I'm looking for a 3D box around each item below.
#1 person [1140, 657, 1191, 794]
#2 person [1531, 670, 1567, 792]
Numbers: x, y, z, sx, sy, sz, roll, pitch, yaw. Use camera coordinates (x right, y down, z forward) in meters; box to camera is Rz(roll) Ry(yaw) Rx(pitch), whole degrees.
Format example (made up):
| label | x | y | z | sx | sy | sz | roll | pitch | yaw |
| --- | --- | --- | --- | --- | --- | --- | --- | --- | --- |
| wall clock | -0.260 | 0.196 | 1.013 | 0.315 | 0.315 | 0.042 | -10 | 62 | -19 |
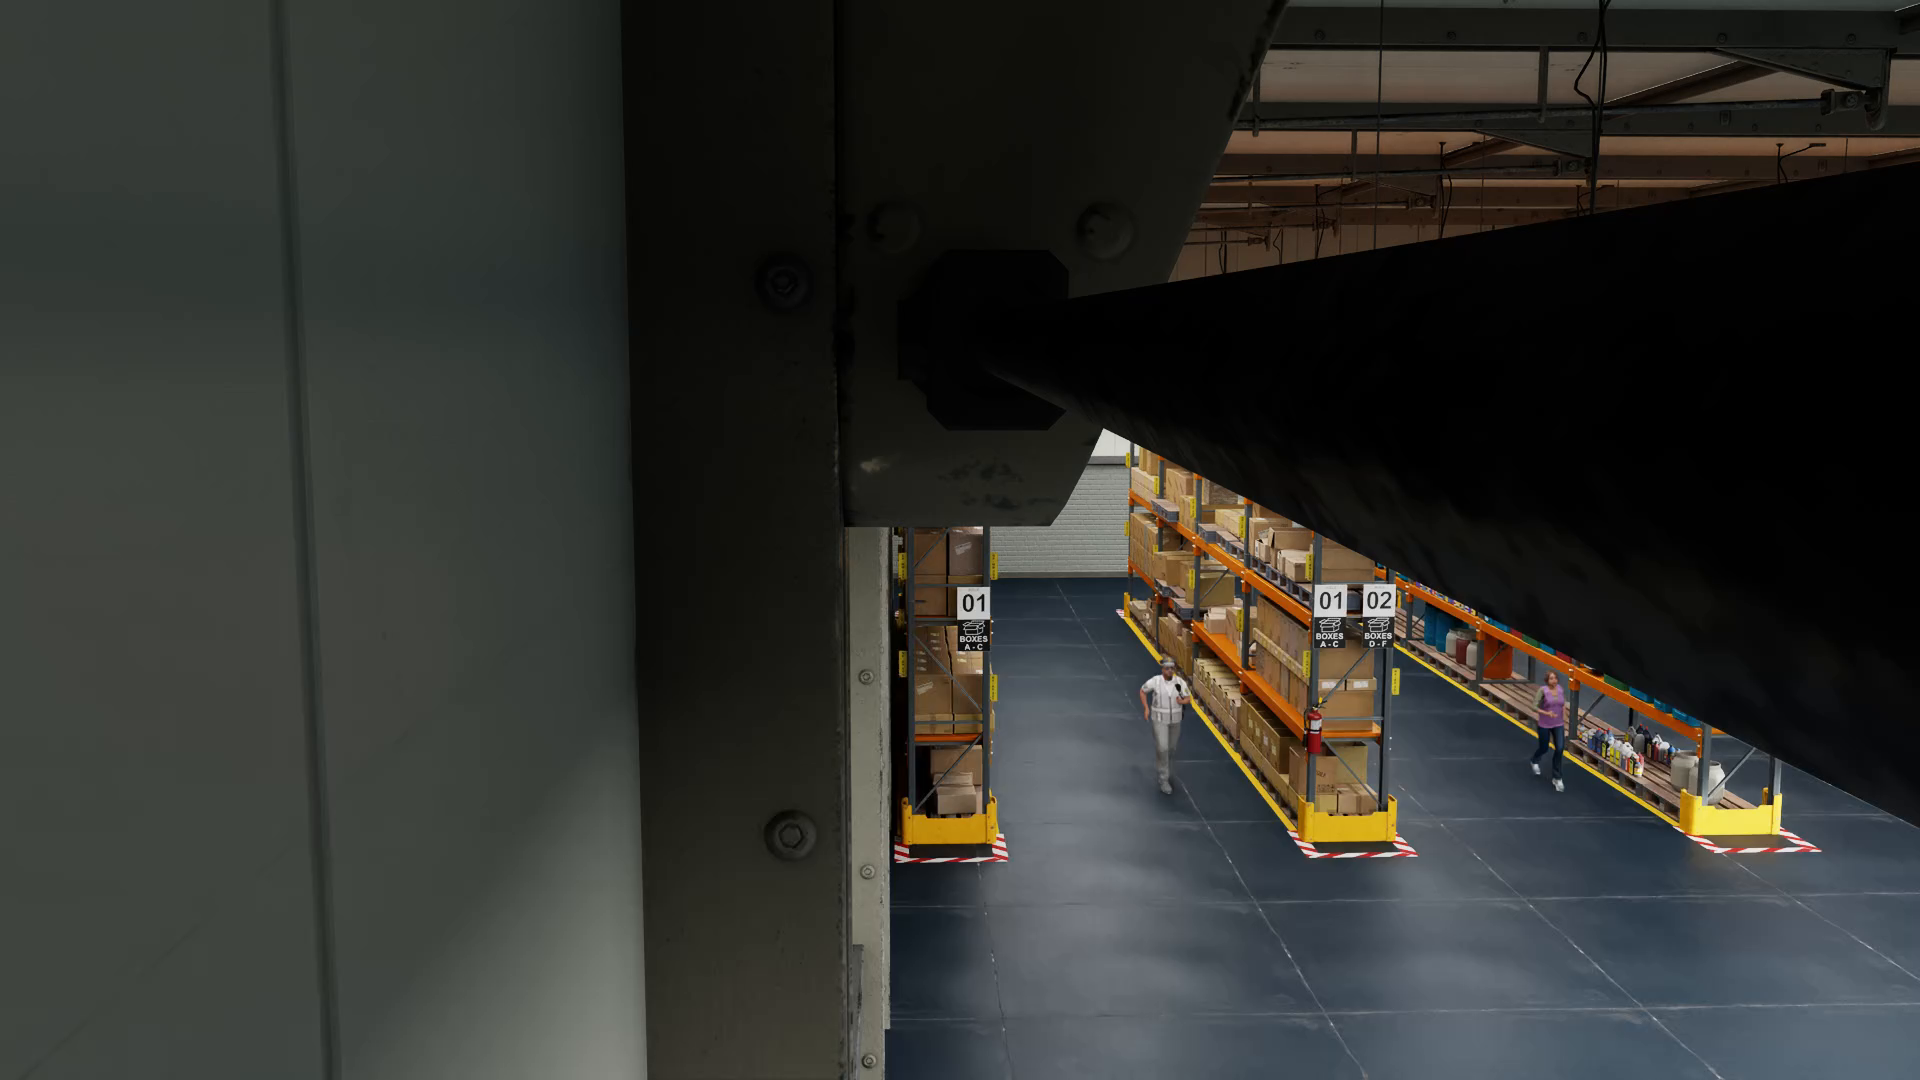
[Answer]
| label | x | y | z | sx | sy | sz | roll | pitch | yaw |
| --- | --- | --- | --- | --- | --- | --- | --- | --- | --- |
| person | 2.859 | 2.507 | 22.981 | 0.649 | 1.823 | 0.885 | -1 | 7 | -11 |
| person | 8.170 | 2.591 | 23.044 | 0.550 | 1.614 | 0.859 | 0 | 7 | -2 |
